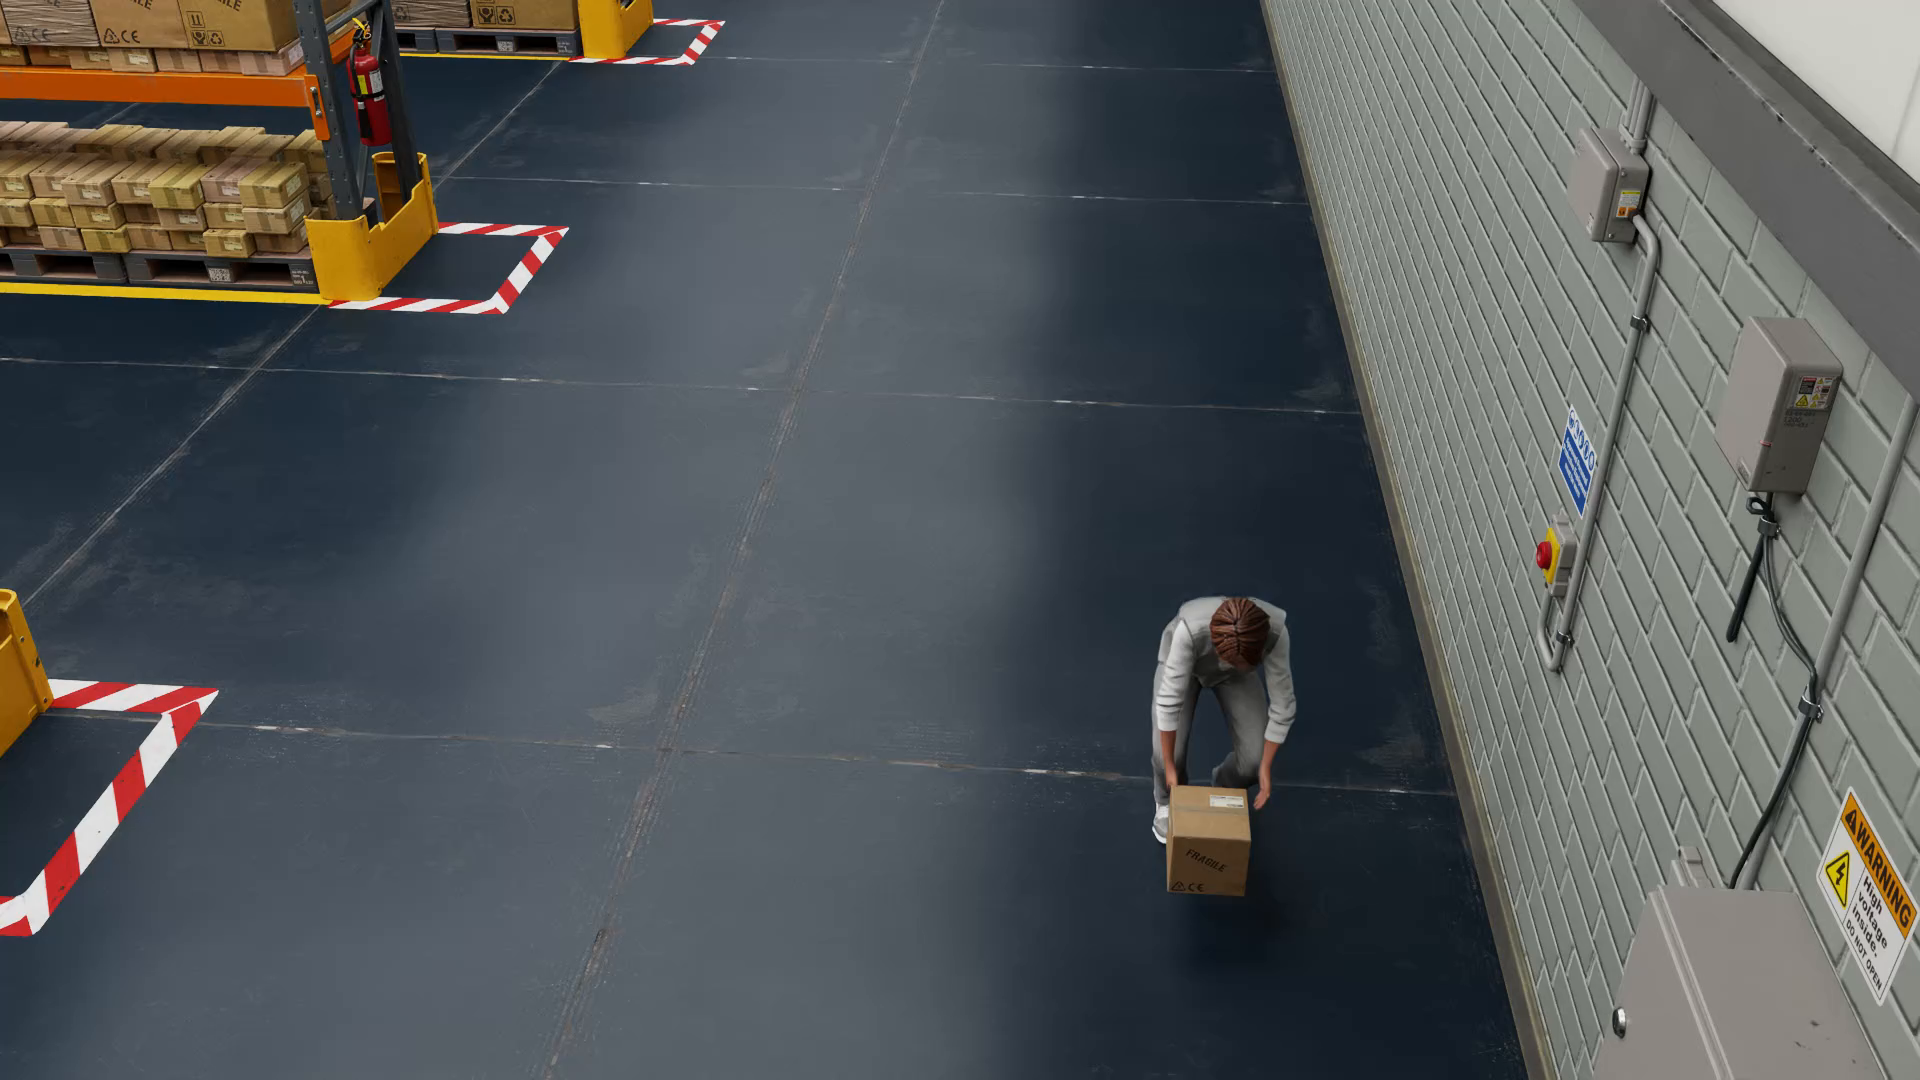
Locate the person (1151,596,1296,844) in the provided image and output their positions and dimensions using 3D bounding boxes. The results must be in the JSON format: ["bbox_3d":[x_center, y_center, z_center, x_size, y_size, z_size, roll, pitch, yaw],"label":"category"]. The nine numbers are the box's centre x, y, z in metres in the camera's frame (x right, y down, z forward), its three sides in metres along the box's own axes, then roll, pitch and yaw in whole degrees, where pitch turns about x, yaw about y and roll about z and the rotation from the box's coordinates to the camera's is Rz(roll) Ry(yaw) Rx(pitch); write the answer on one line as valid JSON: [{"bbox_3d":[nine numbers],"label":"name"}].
[{"bbox_3d":[0.889,0.559,5.675,0.462,1.163,0.720,3,32,4],"label":"person"}]
